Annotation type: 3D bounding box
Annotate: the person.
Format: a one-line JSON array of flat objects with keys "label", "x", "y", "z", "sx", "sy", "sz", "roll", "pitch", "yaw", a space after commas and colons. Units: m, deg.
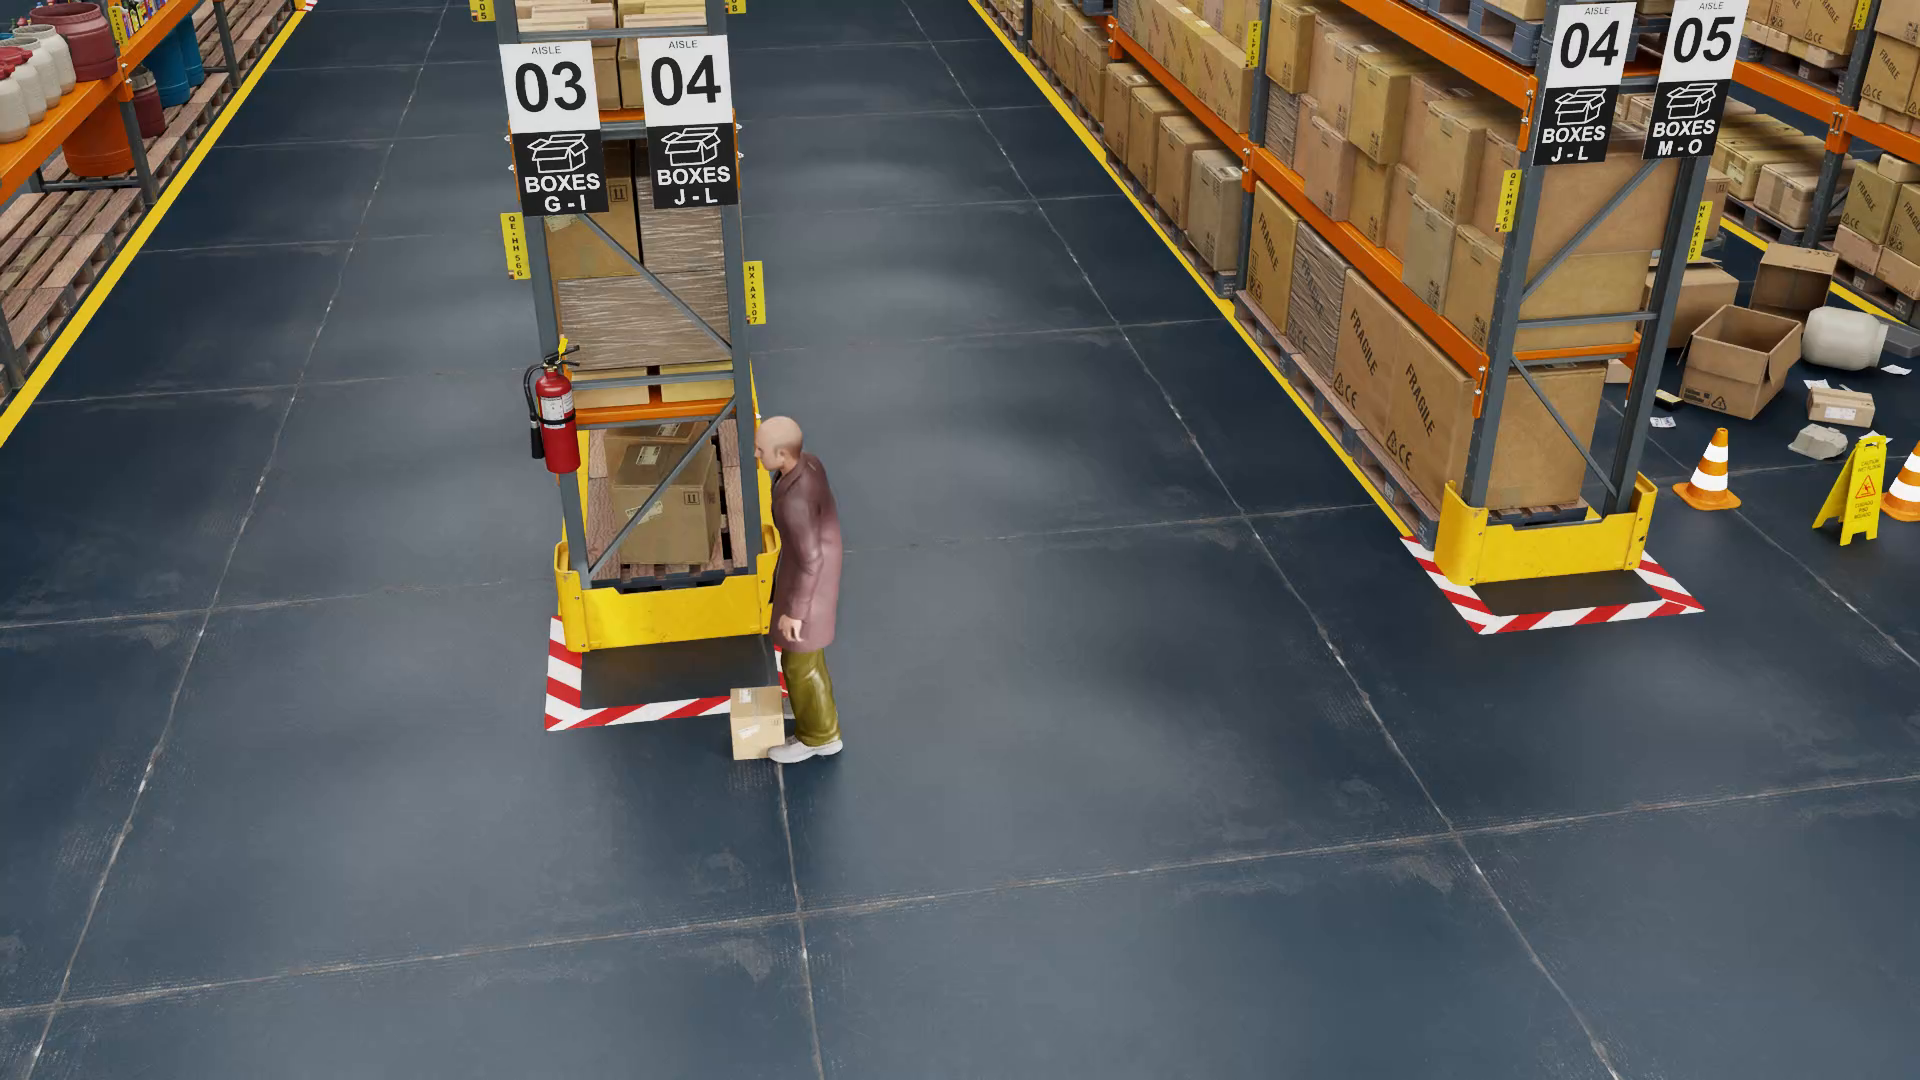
[{"label": "person", "x": -0.759, "y": 0.212, "z": 7.793, "sx": 0.406, "sy": 1.773, "sz": 0.633, "roll": -3, "pitch": 30, "yaw": -5}]
